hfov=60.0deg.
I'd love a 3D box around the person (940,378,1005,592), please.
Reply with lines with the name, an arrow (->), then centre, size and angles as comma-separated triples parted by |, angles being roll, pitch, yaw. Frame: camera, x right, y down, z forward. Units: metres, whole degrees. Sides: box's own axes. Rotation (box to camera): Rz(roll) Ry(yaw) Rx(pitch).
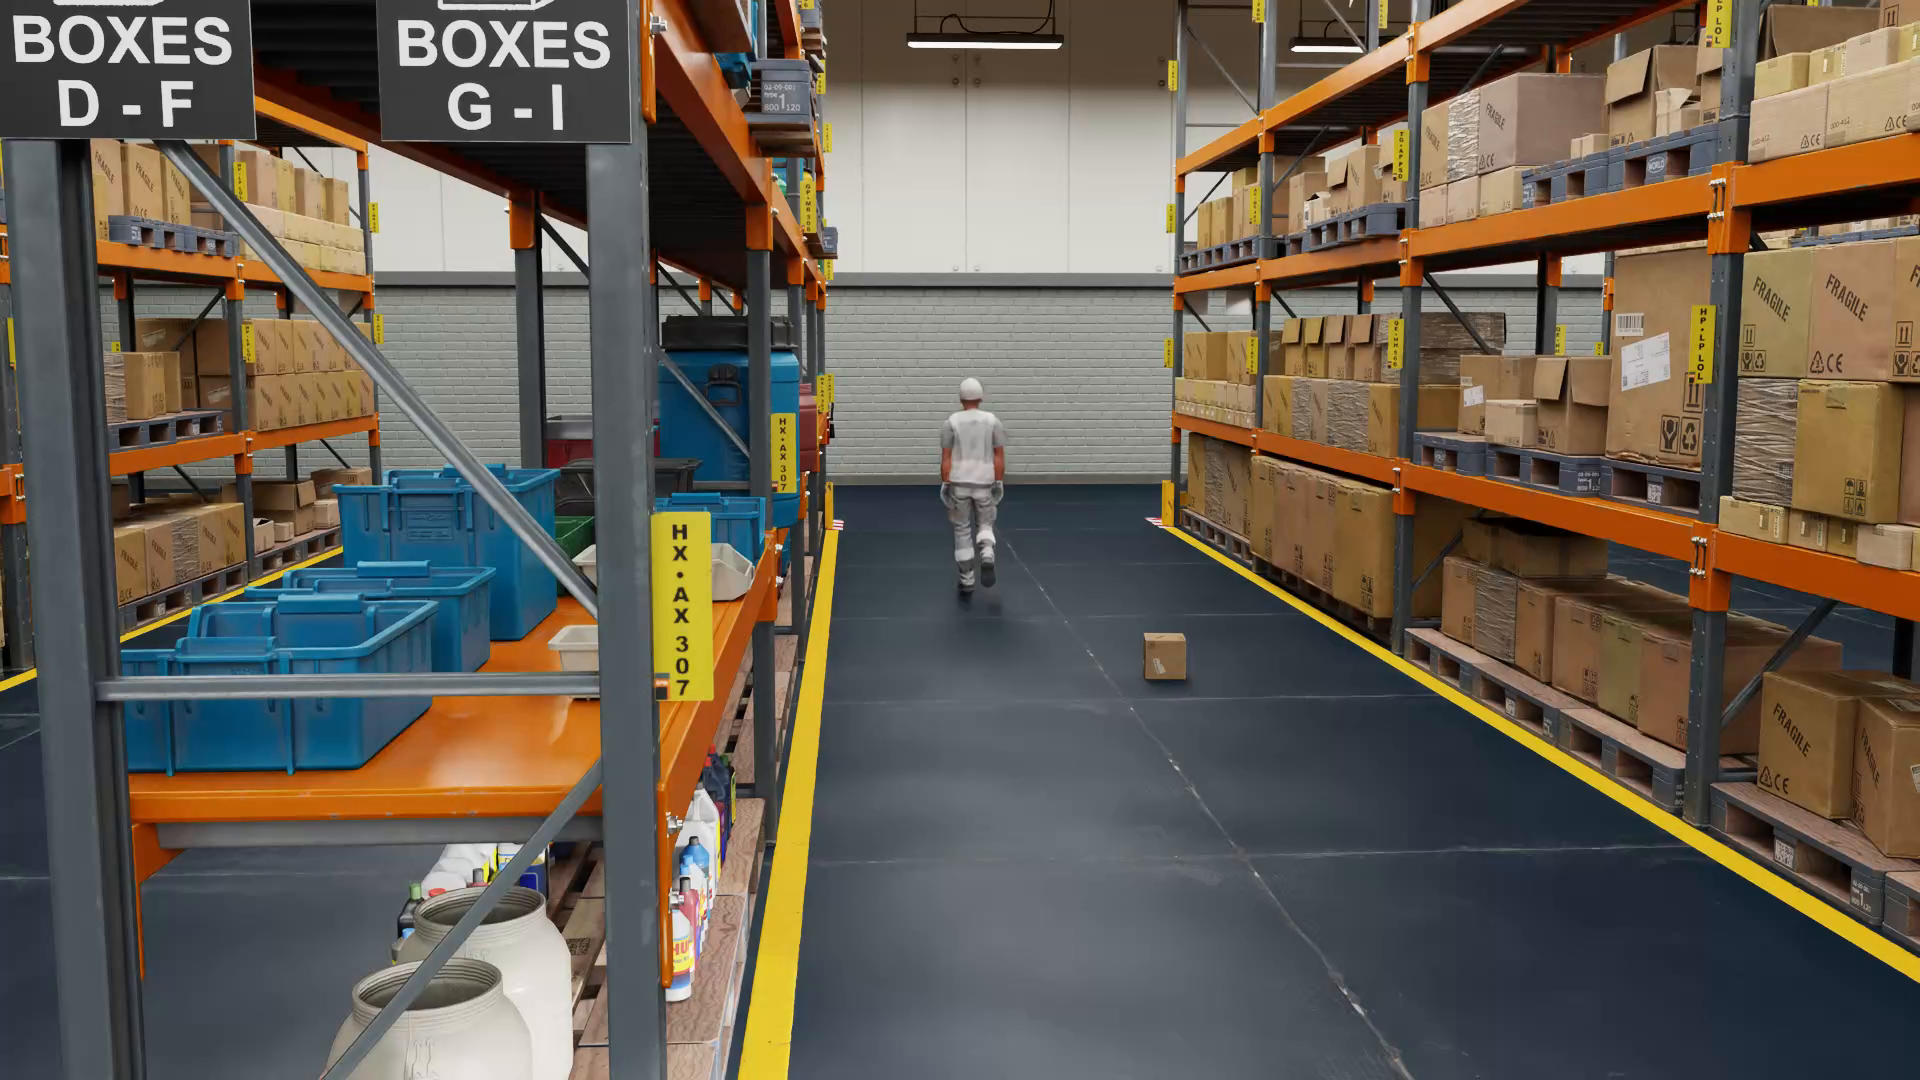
person -> 0.104, -0.450, 13.775 | 0.529, 1.779, 0.544 | -1, 7, -8
